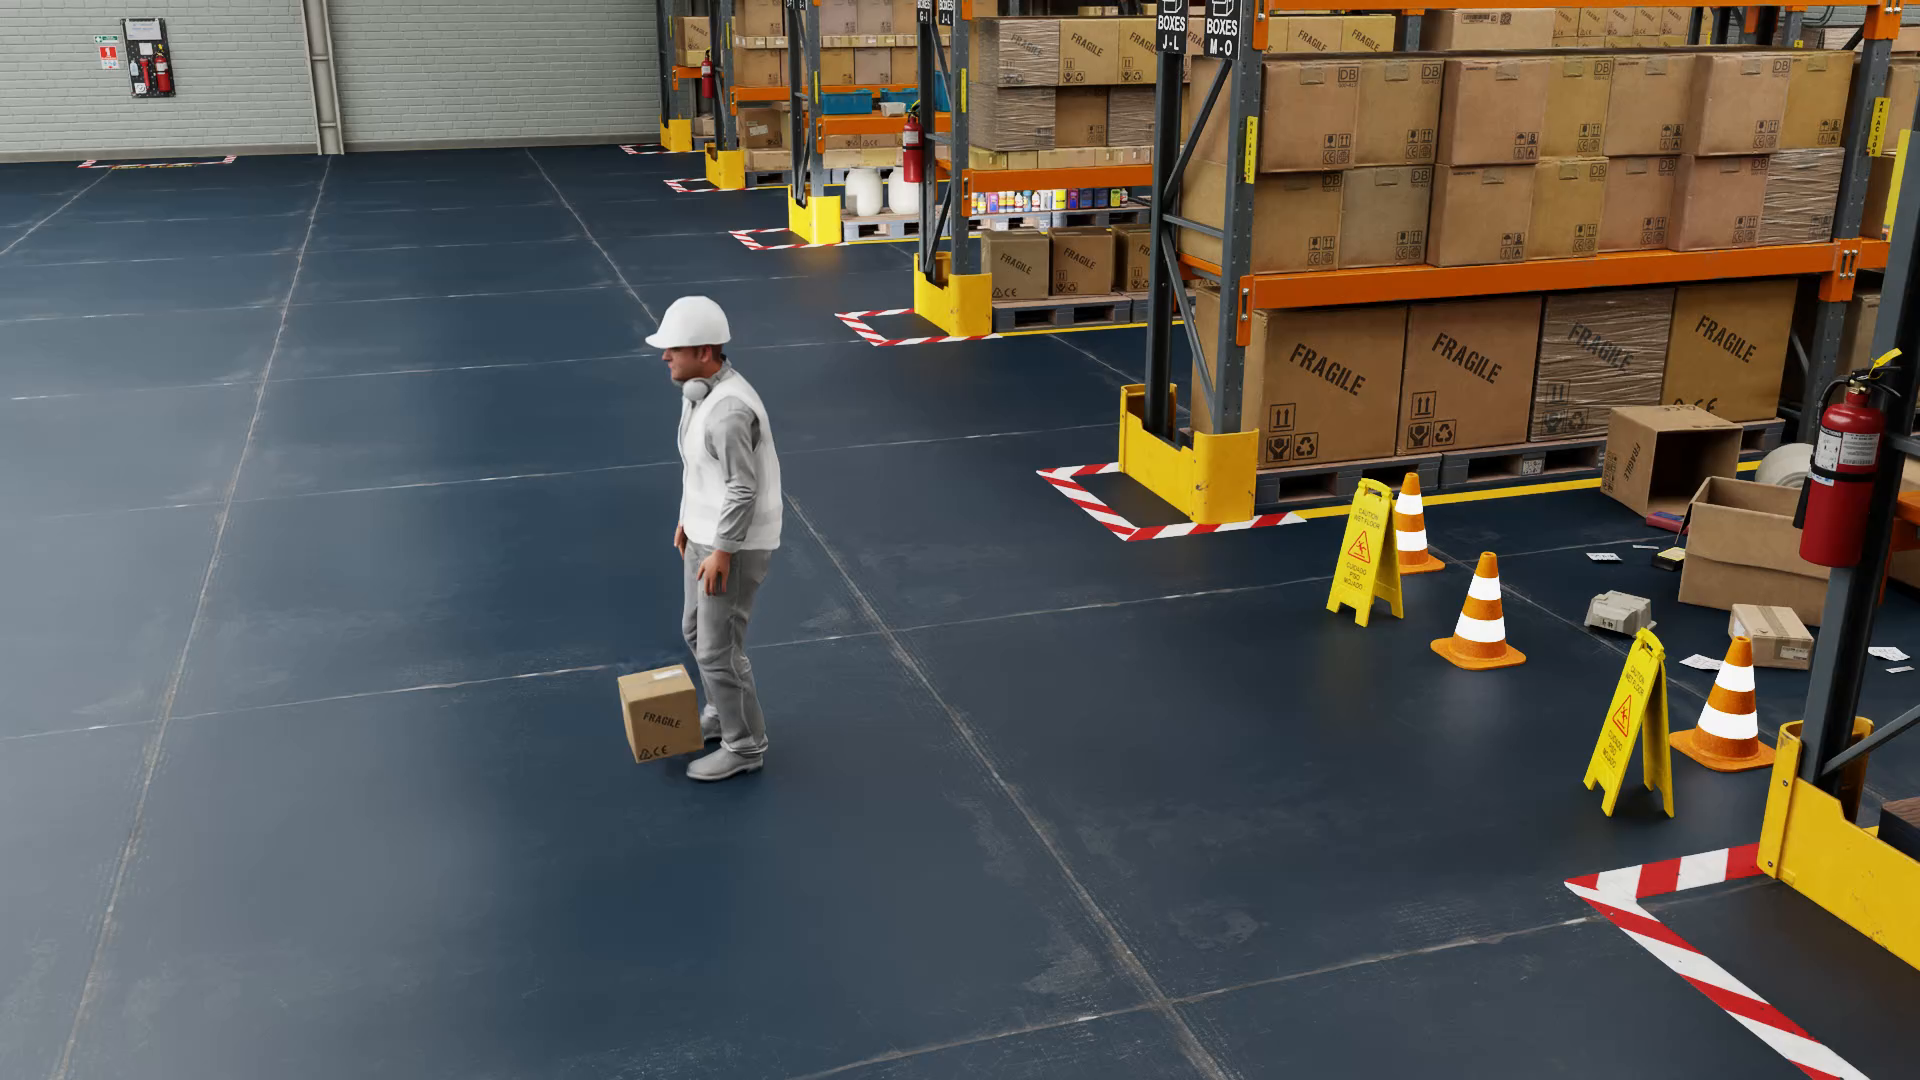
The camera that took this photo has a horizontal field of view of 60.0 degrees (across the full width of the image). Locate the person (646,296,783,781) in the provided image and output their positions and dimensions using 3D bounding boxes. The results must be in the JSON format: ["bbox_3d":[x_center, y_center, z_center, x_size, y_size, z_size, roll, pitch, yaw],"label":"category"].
[{"bbox_3d":[-0.876,-0.012,6.059,0.450,1.773,0.568,-7,20,-19],"label":"person"}]
